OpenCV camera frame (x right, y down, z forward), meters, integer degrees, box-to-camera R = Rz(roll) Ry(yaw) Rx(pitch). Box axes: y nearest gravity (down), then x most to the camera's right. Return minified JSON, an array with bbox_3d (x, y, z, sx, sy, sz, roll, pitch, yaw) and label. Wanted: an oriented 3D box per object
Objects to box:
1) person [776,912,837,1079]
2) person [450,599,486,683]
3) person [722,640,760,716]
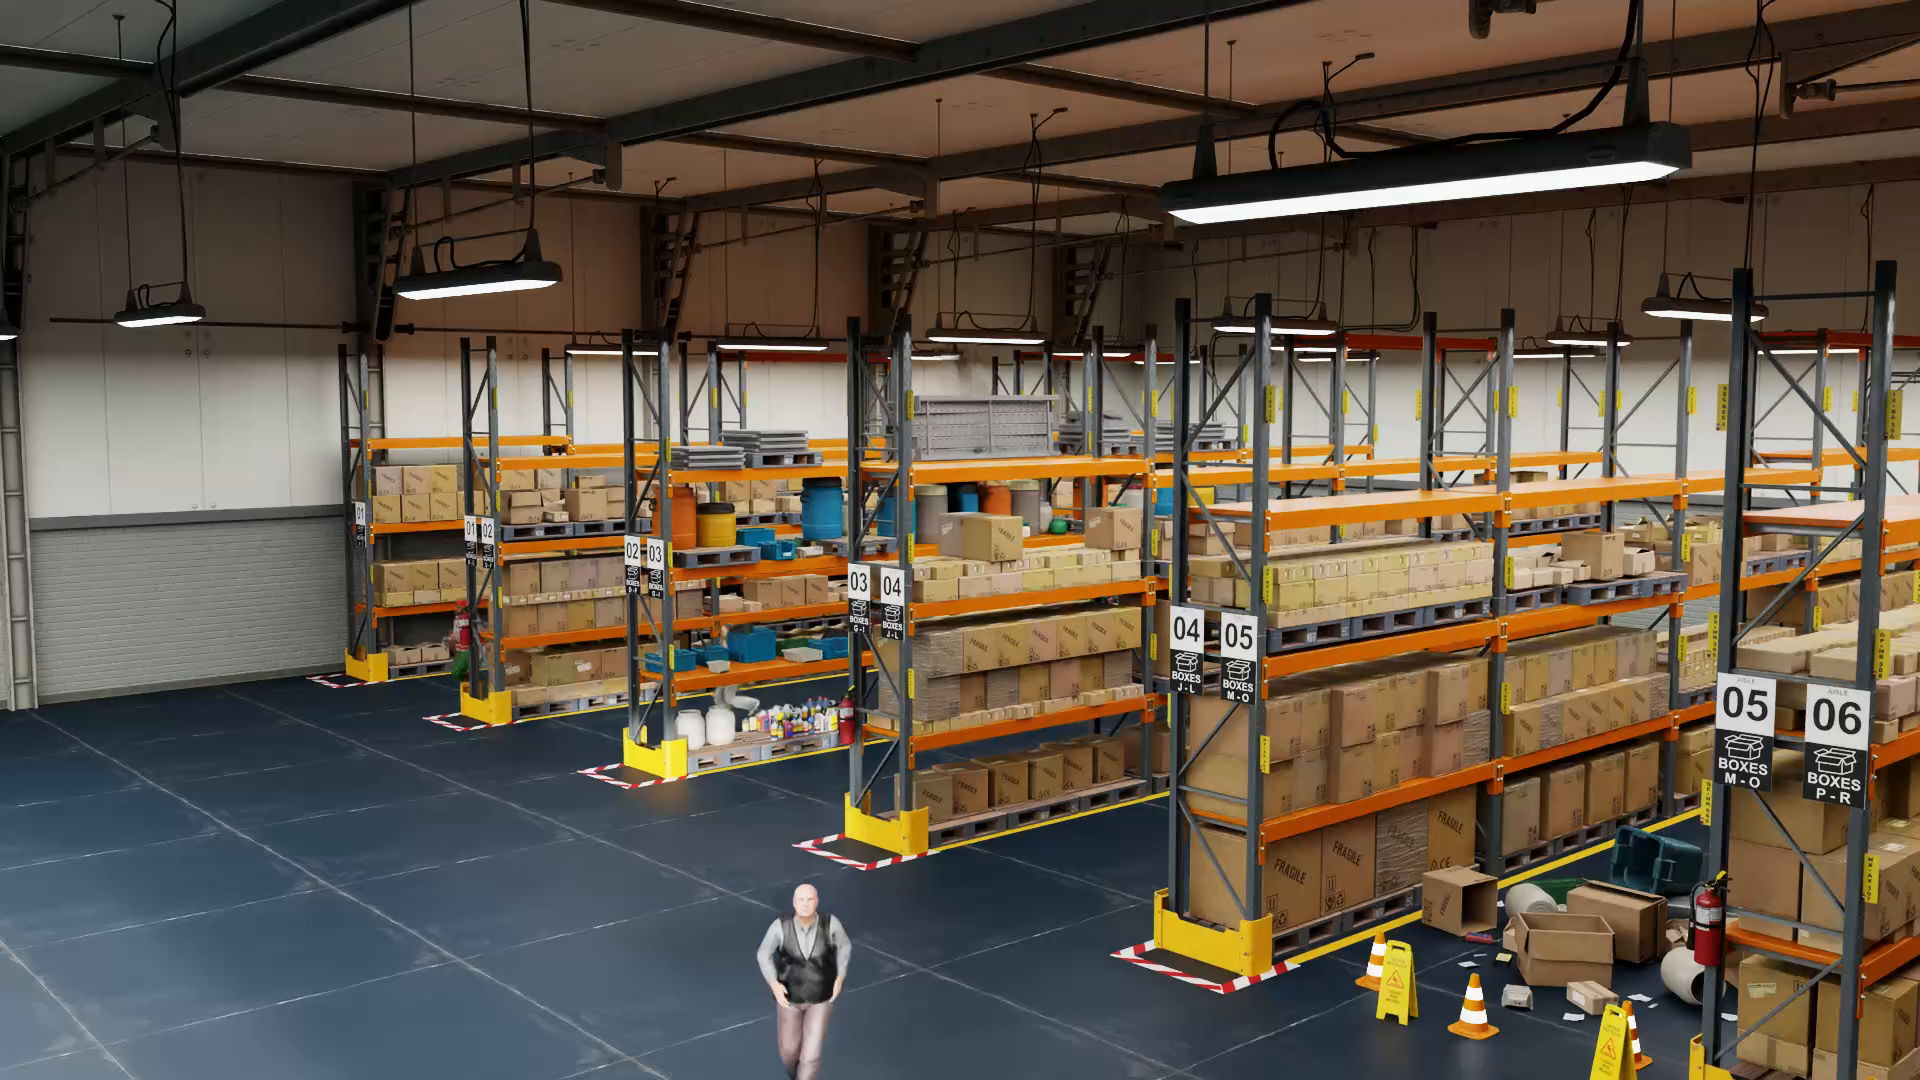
[{"bbox_3d":[-1.102,3.344,11.932,0.448,1.413,0.640,-1,5,-7],"label":"person"},{"bbox_3d":[-8.232,1.809,27.575,0.670,1.662,0.535,4,7,39],"label":"person"},{"bbox_3d":[-3.451,2.196,25.560,0.723,1.383,0.525,-3,6,-33],"label":"person"}]
